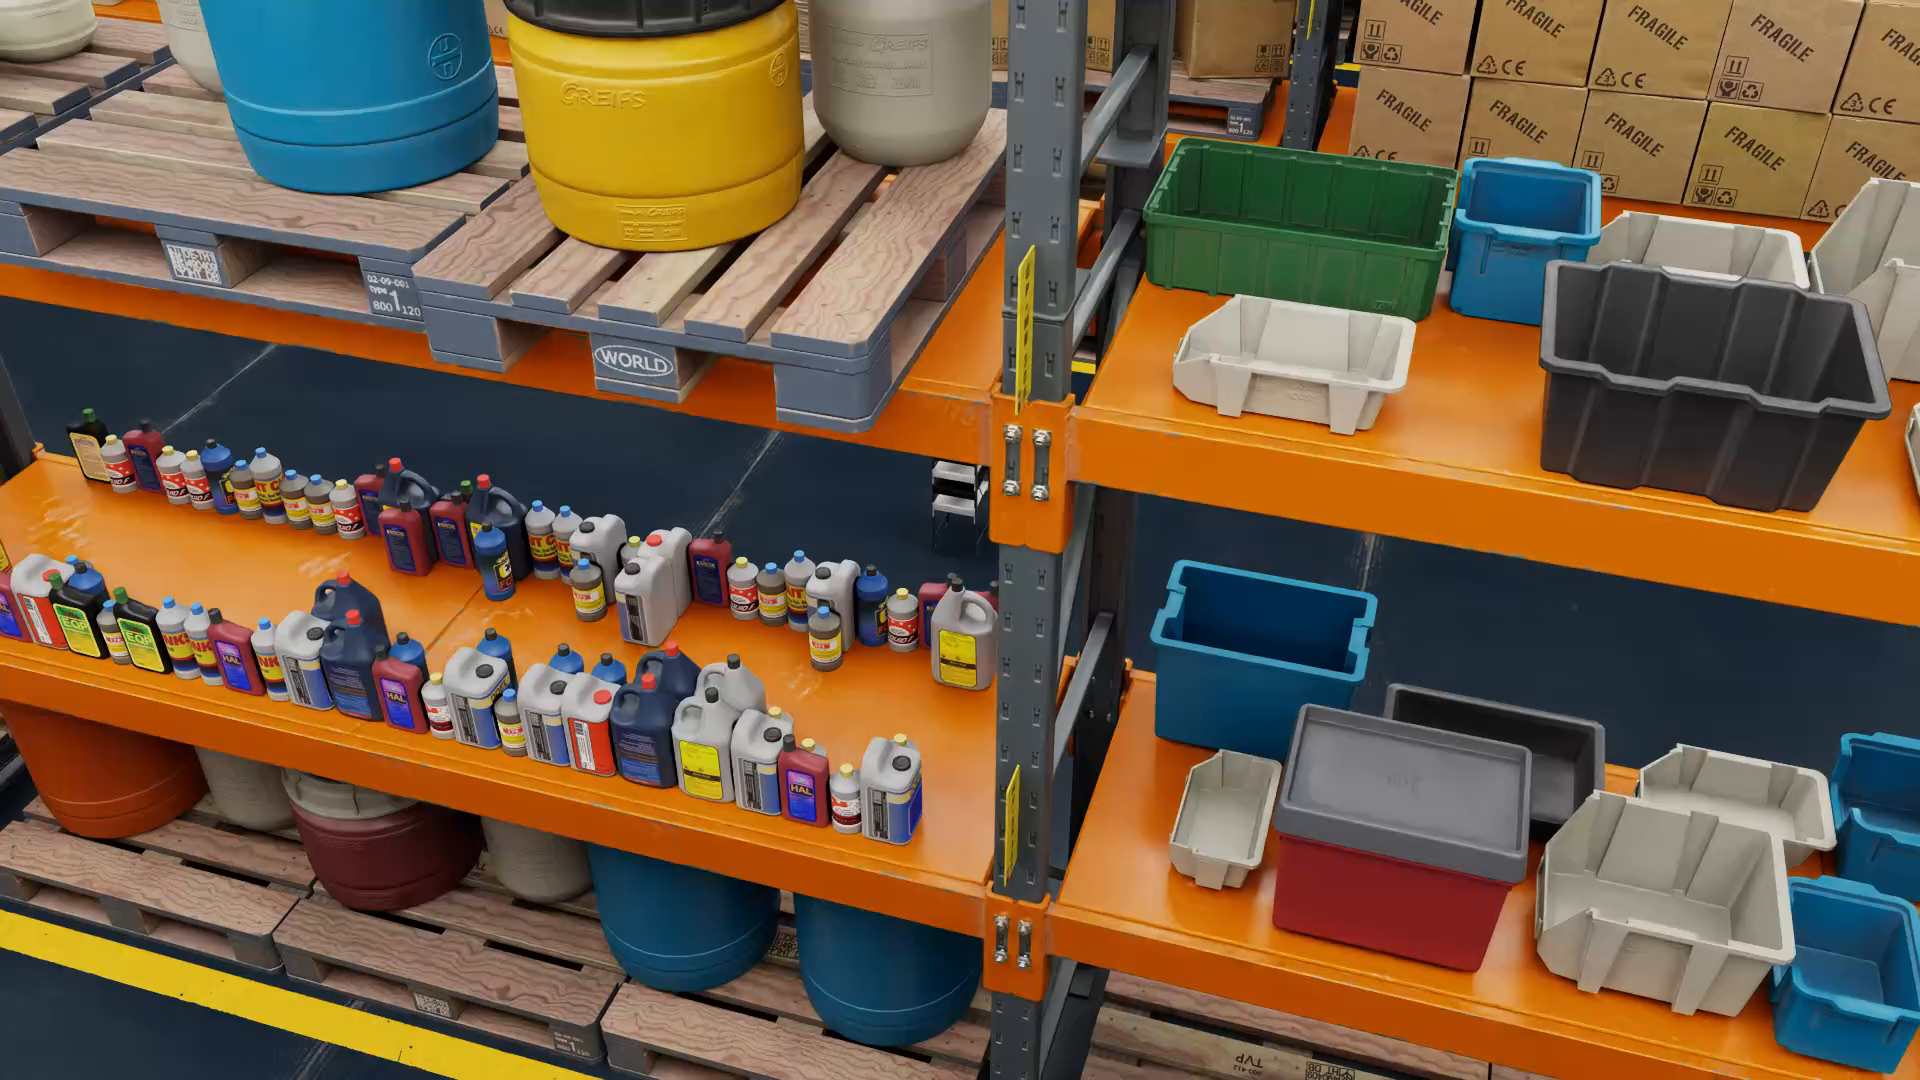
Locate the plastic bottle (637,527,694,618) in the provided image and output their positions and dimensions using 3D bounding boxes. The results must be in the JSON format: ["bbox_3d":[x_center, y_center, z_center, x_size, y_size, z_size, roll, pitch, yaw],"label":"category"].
[{"bbox_3d":[-0.920,0.085,5.208,0.135,0.276,0.152,10,38,14],"label":"plastic bottle"}]

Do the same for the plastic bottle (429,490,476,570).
[{"bbox_3d":[-1.636,-0.041,5.373,0.133,0.283,0.061,10,38,14],"label":"plastic bottle"}]

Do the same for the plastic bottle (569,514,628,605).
[{"bbox_3d":[-1.142,0.044,5.264,0.135,0.276,0.152,10,38,14],"label":"plastic bottle"}]

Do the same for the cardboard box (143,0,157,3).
[{"bbox_3d":[-4.633,-3.522,9.920,0.500,0.500,0.500,13,38,17],"label":"cardboard box"}]

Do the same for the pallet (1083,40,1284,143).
[{"bbox_3d":[1.042,-2.431,8.685,1.213,0.211,1.003,10,38,14],"label":"pallet"}]

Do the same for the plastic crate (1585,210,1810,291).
[{"bbox_3d":[1.619,-0.596,3.721,0.466,0.136,0.293,10,38,14],"label":"plastic crate"}]

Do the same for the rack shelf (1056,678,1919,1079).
[{"bbox_3d":[2.201,1.061,4.220,3.809,0.124,0.919,10,38,14],"label":"rack shelf"}]

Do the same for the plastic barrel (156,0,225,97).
[{"bbox_3d":[-1.789,-1.415,4.142,0.433,0.535,0.433,0,36,0],"label":"plastic barrel"}]

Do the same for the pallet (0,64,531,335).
[{"bbox_3d":[-1.569,-0.918,4.095,1.213,0.211,1.003,10,38,14],"label":"pallet"}]

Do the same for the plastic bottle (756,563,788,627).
[{"bbox_3d":[-0.581,0.161,5.168,0.097,0.201,0.097,0,36,0],"label":"plastic bottle"}]

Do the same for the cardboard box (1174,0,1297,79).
[{"bbox_3d":[1.387,-2.725,8.484,0.500,0.500,0.700,-1,36,-2],"label":"cardboard box"}]

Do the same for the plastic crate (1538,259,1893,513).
[{"bbox_3d":[1.396,-0.284,3.186,0.590,0.269,0.497,10,38,14],"label":"plastic crate"}]

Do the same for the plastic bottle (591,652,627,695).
[{"bbox_3d":[-0.991,0.434,4.739,0.097,0.271,0.097,0,36,0],"label":"plastic bottle"}]

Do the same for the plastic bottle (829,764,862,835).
[{"bbox_3d":[-0.300,0.685,4.457,0.097,0.201,0.097,0,36,0],"label":"plastic bottle"}]

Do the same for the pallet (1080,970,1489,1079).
[{"bbox_3d":[1.005,1.727,5.225,1.213,0.211,1.003,10,38,14],"label":"pallet"}]

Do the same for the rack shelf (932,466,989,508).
[{"bbox_3d":[0.008,-0.262,7.554,0.200,0.077,0.258,10,38,14],"label":"rack shelf"}]

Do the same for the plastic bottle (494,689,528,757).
[{"bbox_3d":[-1.258,0.507,4.698,0.097,0.201,0.097,0,36,0],"label":"plastic bottle"}]

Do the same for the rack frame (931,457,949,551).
[{"bbox_3d":[-0.089,-0.379,7.506,0.006,0.900,0.240,10,38,14],"label":"rack frame"}]

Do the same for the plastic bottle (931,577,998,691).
[{"bbox_3d":[0.014,0.263,4.903,0.185,0.351,0.144,10,38,14],"label":"plastic bottle"}]

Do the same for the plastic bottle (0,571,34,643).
[{"bbox_3d":[-2.909,0.180,5.074,0.133,0.283,0.061,10,38,14],"label":"plastic bottle"}]

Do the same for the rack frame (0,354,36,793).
[{"bbox_3d":[-3.526,-0.211,5.506,0.127,3.000,1.000,10,38,14],"label":"rack frame"}]

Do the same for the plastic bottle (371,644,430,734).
[{"bbox_3d":[-1.595,0.423,4.743,0.133,0.283,0.061,10,38,14],"label":"plastic bottle"}]

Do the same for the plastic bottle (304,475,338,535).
[{"bbox_3d":[-2.130,-0.126,5.558,0.097,0.201,0.097,0,36,0],"label":"plastic bottle"}]

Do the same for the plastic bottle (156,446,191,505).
[{"bbox_3d":[-2.688,-0.229,5.698,0.097,0.201,0.097,0,36,0],"label":"plastic bottle"}]

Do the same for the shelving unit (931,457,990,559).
[{"bbox_3d":[0.008,-0.361,7.481,0.210,0.900,0.258,10,38,14],"label":"shelving unit"}]

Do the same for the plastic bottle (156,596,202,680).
[{"bbox_3d":[-2.318,0.283,4.944,0.097,0.271,0.097,0,36,0],"label":"plastic bottle"}]

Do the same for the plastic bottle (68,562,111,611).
[{"bbox_3d":[-2.647,0.184,5.078,0.097,0.271,0.097,0,36,0],"label":"plastic bottle"}]

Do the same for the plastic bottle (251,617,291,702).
[{"bbox_3d":[-2.005,0.341,4.865,0.097,0.271,0.097,0,36,0],"label":"plastic bottle"}]

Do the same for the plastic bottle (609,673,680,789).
[{"bbox_3d":[-0.859,0.506,4.573,0.185,0.351,0.144,10,38,14],"label":"plastic bottle"}]

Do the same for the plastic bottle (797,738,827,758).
[{"bbox_3d":[-0.409,0.627,4.536,0.097,0.201,0.097,0,36,0],"label":"plastic bottle"}]

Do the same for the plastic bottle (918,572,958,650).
[{"bbox_3d":[-0.058,0.214,5.028,0.133,0.283,0.061,10,38,14],"label":"plastic bottle"}]

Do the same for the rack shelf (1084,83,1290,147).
[{"bbox_3d":[-0.137,-2.448,8.988,3.809,0.124,0.919,10,38,14],"label":"rack shelf"}]

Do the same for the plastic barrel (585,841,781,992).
[{"bbox_3d":[-0.898,0.941,5.356,0.708,0.901,0.600,10,38,14],"label":"plastic barrel"}]

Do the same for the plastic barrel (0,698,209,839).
[{"bbox_3d":[-3.054,0.571,5.920,0.708,0.830,0.600,10,38,14],"label":"plastic barrel"}]

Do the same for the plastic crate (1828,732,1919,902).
[{"bbox_3d":[2.429,0.731,4.317,0.300,0.233,0.416,10,38,14],"label":"plastic crate"}]

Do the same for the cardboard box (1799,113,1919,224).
[{"bbox_3d":[4.111,-1.745,7.506,0.500,0.500,0.500,11,38,14],"label":"cardboard box"}]

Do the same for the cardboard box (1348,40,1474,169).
[{"bbox_3d":[2.178,-2.102,7.991,0.500,0.500,0.500,11,38,15],"label":"cardboard box"}]

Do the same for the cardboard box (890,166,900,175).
[{"bbox_3d":[-0.086,-1.970,9.633,0.500,0.500,0.500,9,37,12],"label":"cardboard box"}]

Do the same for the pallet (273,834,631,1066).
[{"bbox_3d":[-1.600,1.245,5.881,1.213,0.211,1.003,10,38,14],"label":"pallet"}]

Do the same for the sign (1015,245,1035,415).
[{"bbox_3d":[0.126,-0.404,3.231,0.005,0.325,0.100,10,38,14],"label":"sign"}]

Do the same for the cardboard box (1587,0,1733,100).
[{"bbox_3d":[3.121,-2.324,7.449,0.500,0.500,0.500,9,37,13],"label":"cardboard box"}]

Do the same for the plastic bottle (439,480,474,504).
[{"bbox_3d":[-1.618,-0.075,5.420,0.133,0.283,0.061,10,38,14],"label":"plastic bottle"}]
